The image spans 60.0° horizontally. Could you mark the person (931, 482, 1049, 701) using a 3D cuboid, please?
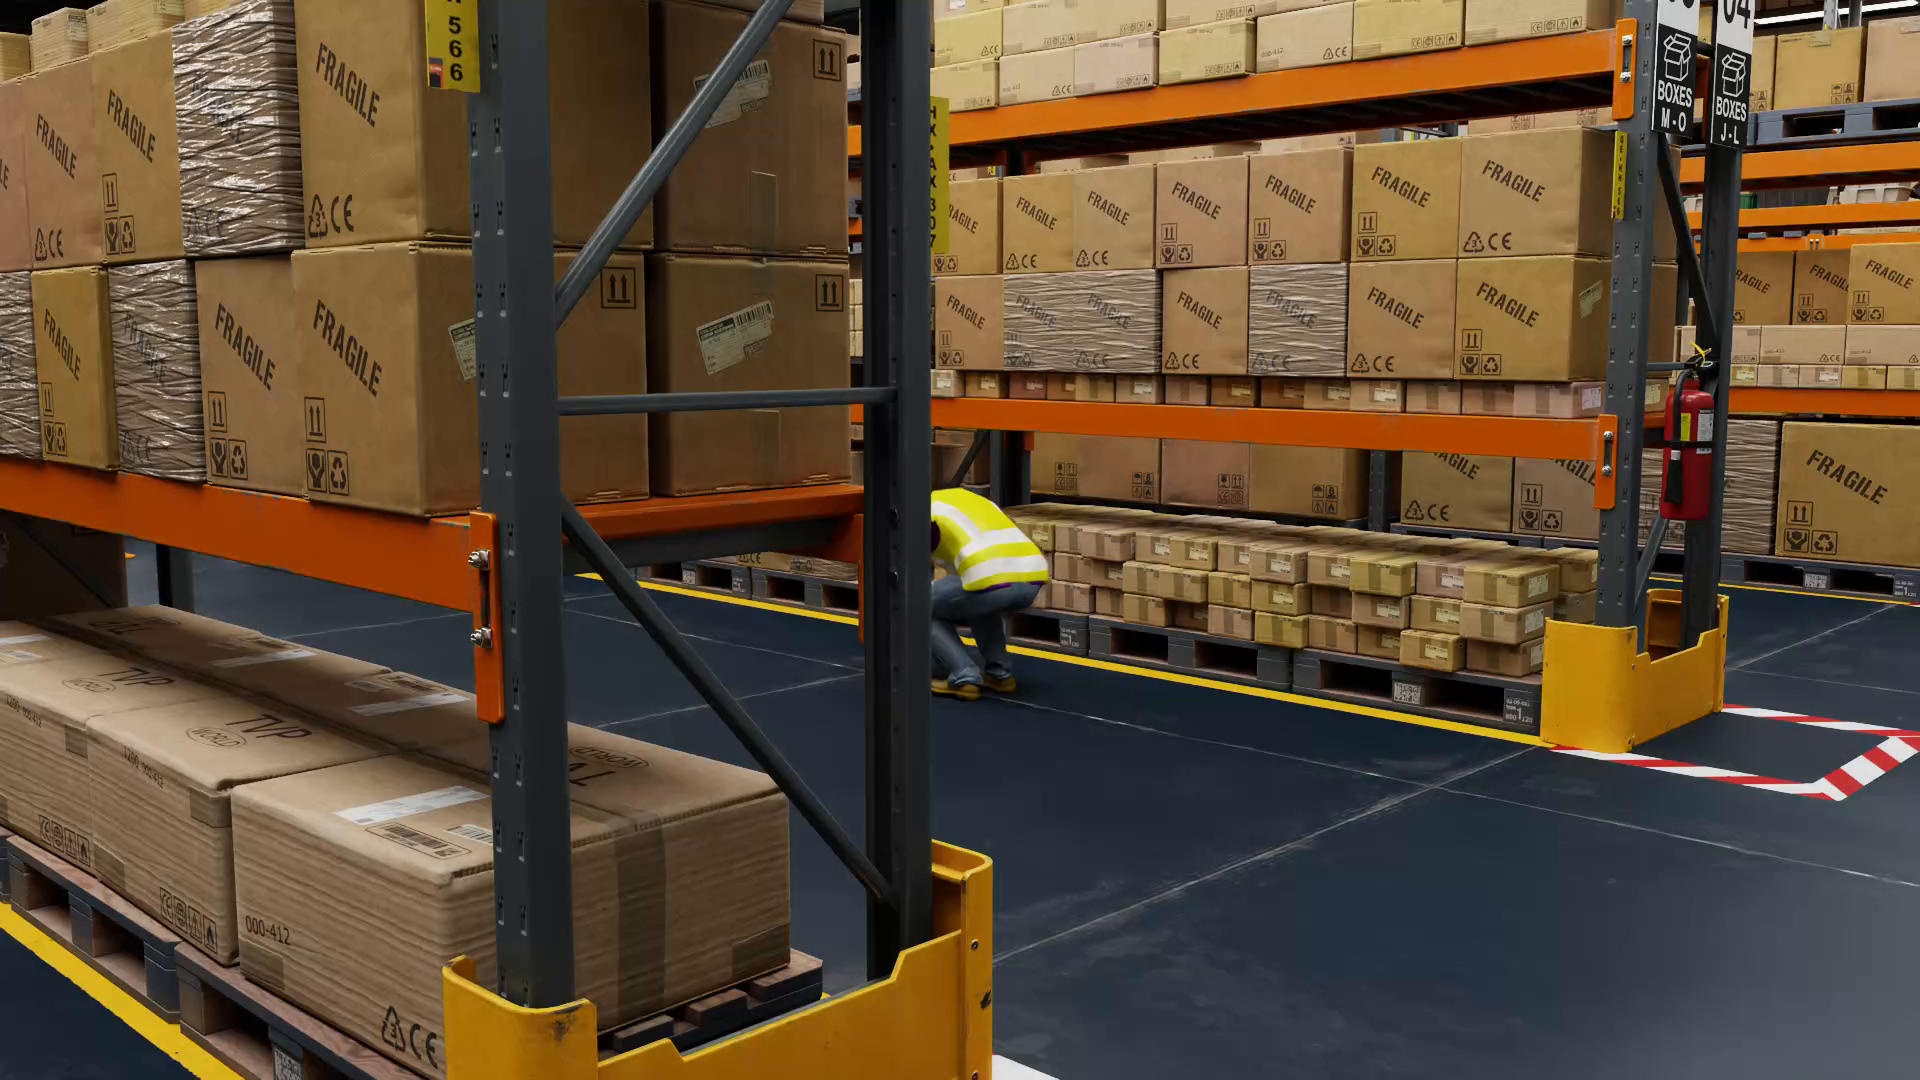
[{"bbox_3d":[-0.019,0.194,7.706,0.535,1.011,0.916,-6,9,-38],"label":"person"}]
